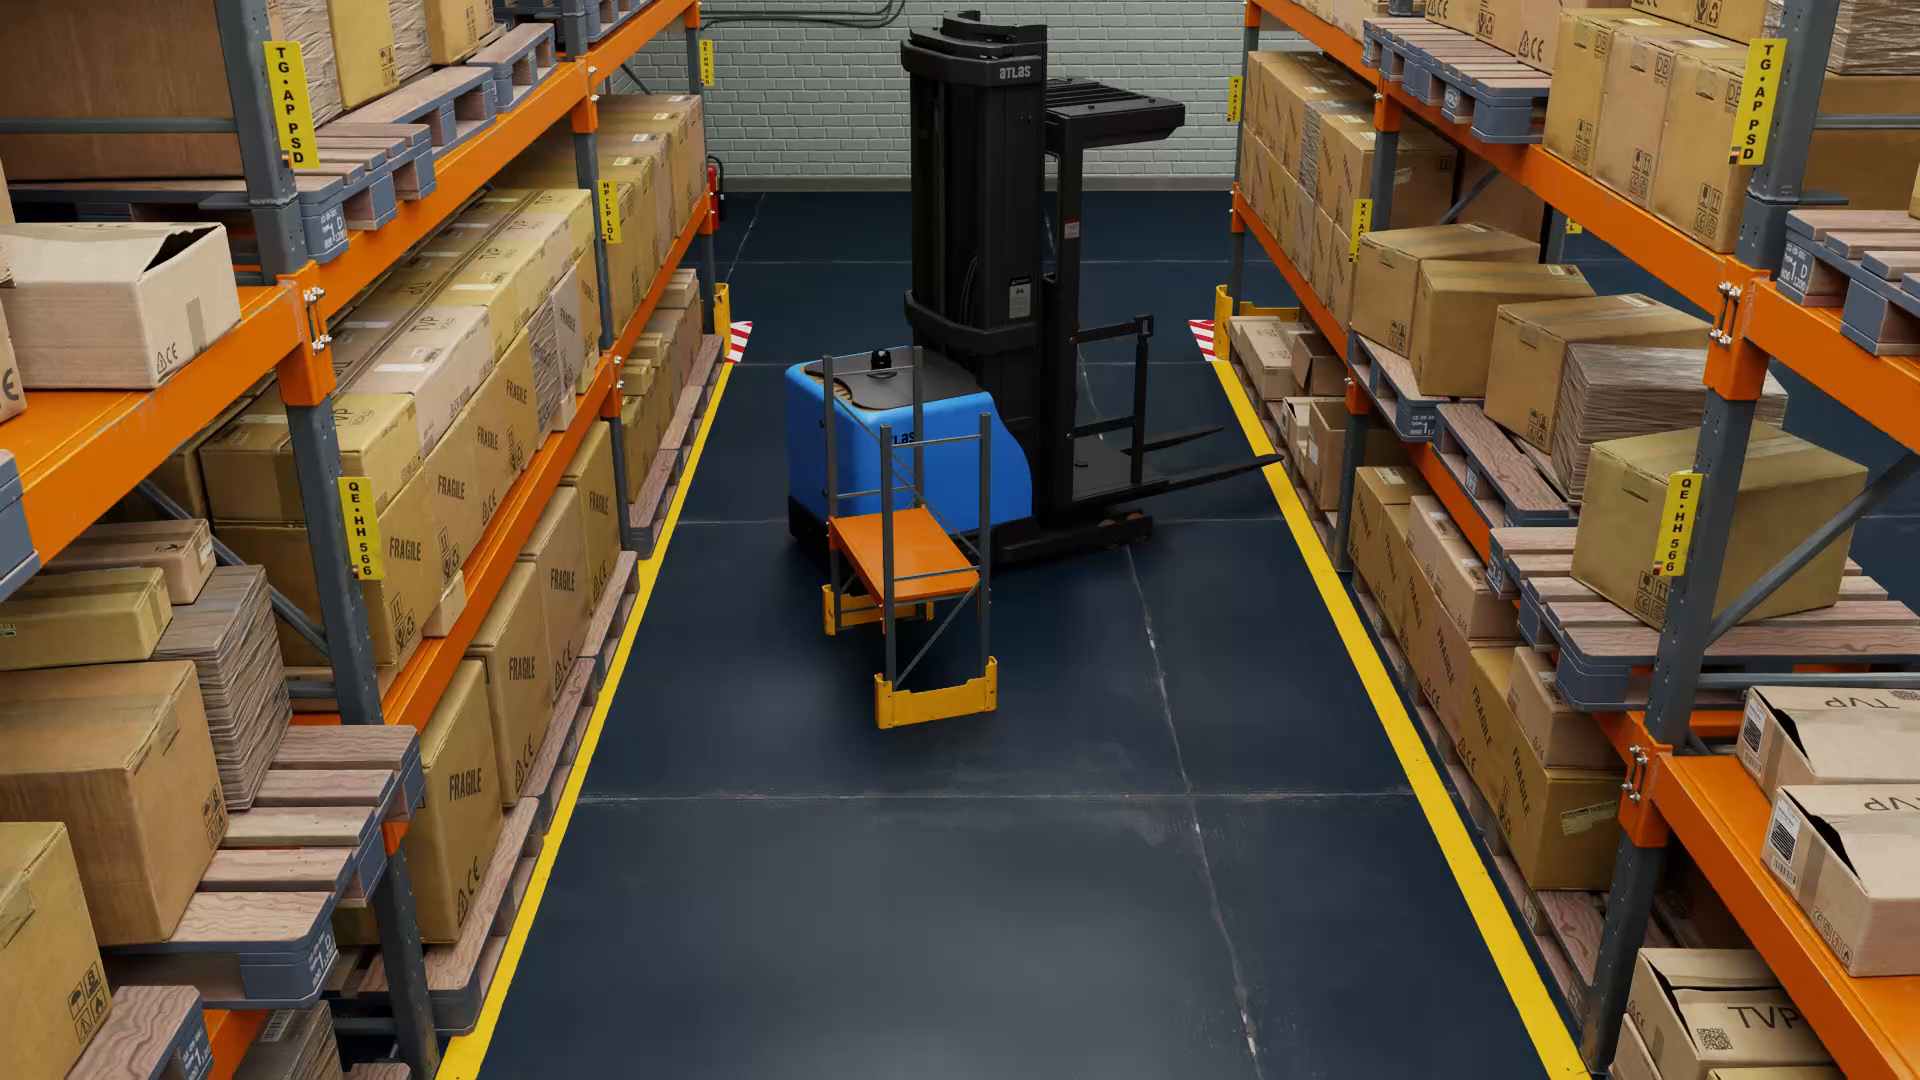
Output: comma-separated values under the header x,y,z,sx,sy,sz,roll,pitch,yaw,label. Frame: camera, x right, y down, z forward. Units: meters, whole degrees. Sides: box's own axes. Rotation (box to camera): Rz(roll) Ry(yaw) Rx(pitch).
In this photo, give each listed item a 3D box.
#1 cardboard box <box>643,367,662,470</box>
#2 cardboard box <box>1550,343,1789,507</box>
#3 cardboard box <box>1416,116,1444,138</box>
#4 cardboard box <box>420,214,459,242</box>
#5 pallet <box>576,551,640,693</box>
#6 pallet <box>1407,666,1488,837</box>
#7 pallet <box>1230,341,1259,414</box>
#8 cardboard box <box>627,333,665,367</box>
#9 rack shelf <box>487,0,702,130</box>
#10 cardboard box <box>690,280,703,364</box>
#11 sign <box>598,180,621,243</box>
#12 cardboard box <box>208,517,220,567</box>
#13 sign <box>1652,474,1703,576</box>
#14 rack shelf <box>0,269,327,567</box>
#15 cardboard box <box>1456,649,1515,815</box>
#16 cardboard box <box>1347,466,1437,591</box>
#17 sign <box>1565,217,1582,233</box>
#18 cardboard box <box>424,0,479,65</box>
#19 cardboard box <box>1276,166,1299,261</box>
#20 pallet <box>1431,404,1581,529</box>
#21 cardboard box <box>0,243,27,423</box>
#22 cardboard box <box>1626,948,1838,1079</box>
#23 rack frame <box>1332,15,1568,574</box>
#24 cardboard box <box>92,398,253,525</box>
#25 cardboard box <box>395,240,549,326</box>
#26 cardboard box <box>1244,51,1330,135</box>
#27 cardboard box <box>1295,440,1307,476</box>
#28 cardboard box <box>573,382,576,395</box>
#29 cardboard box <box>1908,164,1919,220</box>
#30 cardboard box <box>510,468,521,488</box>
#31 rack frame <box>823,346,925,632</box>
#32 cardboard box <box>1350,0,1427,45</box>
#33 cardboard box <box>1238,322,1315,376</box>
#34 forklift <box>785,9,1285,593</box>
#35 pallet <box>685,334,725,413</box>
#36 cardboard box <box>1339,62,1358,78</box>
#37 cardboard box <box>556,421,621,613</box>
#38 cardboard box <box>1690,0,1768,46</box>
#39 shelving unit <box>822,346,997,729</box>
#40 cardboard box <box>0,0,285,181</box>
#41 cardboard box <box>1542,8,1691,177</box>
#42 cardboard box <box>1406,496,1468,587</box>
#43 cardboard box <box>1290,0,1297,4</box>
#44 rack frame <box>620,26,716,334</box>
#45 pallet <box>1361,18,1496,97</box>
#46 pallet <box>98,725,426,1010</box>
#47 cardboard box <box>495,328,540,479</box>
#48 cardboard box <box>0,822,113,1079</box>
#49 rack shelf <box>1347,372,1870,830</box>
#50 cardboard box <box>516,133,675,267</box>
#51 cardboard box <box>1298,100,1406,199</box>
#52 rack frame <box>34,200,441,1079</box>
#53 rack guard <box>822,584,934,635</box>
x,y,z,sx,sy,sz,roll,pitch,yaw,label
-2.248,-0.750,10.292,0.700,0.500,0.500,0,24,-1,cardboard box
2.718,-0.431,6.432,0.700,0.500,0.500,4,25,9,cardboard box
2.883,-2.115,9.451,0.500,0.500,0.500,-1,24,-2,cardboard box
-2.584,-1.308,7.584,0.500,0.250,0.500,0,24,0,cardboard box
-2.257,0.406,8.596,1.003,0.211,1.213,0,24,-1,pallet
2.676,0.904,7.496,1.003,0.211,1.213,0,24,-1,pallet
2.580,-1.223,12.199,1.003,0.211,1.213,0,24,-1,pallet
-2.073,-1.196,10.490,0.380,0.149,0.250,-1,24,-2,cardboard box
-2.362,-3.045,10.076,1.077,0.370,4.000,0,24,-1,rack shelf
-2.277,-1.595,12.159,0.700,0.500,0.500,0,24,-1,cardboard box
-1.798,-1.680,8.515,0.100,0.325,0.005,0,24,-1,sign
-2.566,0.083,5.421,0.500,0.500,0.500,0,24,0,cardboard box
2.114,-0.043,4.895,0.100,0.325,0.005,0,24,-1,sign
-2.275,0.252,2.787,1.077,0.370,4.000,0,24,-1,rack shelf
2.406,0.783,6.877,0.500,0.500,0.500,-1,24,-2,cardboard box
2.374,-0.067,8.757,0.500,0.500,0.500,-1,24,-3,cardboard box
3.168,-1.737,8.546,0.100,0.325,0.005,0,24,-1,sign
-2.370,-2.202,6.684,0.700,0.500,0.500,-1,24,-2,cardboard box
2.328,-2.090,10.610,0.500,0.500,0.500,0,24,0,cardboard box
2.631,-0.271,6.943,1.003,0.211,1.213,0,24,-1,pallet
-2.375,-0.422,3.253,0.797,0.503,0.637,3,25,7,cardboard box
2.369,1.466,5.016,0.500,0.311,0.500,1,24,1,cardboard box
2.613,-1.206,8.776,1.000,3.000,0.127,0,24,-1,rack frame
-2.561,-0.251,5.249,0.500,0.250,0.500,0,24,1,cardboard box
-2.078,-1.102,7.129,0.500,0.250,0.500,0,24,0,cardboard box
2.310,-3.171,11.787,0.500,0.500,0.500,0,24,1,cardboard box
2.259,-0.495,10.130,0.380,0.149,0.250,0,24,-1,cardboard box
-2.070,-0.728,8.000,0.380,0.149,0.250,0,24,1,cardboard box
2.718,-0.860,4.045,0.500,0.250,0.500,-2,24,-4,cardboard box
-2.092,-0.305,7.066,0.380,0.149,0.250,0,24,1,cardboard box
-0.427,-0.240,8.461,0.500,1.500,0.032,-8,25,-17,rack frame
2.342,-2.703,8.629,0.500,0.250,0.500,0,24,-1,cardboard box
2.297,-1.370,11.942,0.500,0.250,0.500,0,24,-1,cardboard box
0.543,-1.462,9.425,3.031,2.935,1.130,-13,27,-27,forklift
-2.297,-1.230,12.215,1.003,0.211,1.213,0,24,-1,pallet
2.855,-2.965,11.331,0.500,0.500,0.500,0,24,1,cardboard box
-2.203,-0.127,8.489,0.750,0.750,0.750,0,24,0,cardboard box
2.652,-1.815,5.149,0.500,0.500,0.500,0,24,-1,cardboard box
-0.269,-0.045,8.030,0.587,1.500,1.083,-8,25,-17,shelving unit
-2.359,-1.342,4.782,0.700,0.500,0.500,-2,24,-5,cardboard box
2.607,-1.574,5.828,0.910,0.500,0.500,0,24,-1,cardboard box
2.385,0.004,7.692,0.500,0.250,0.500,0,24,0,cardboard box
2.320,-3.527,10.451,0.500,0.250,0.500,0,24,-1,cardboard box
-2.384,-2.830,12.368,1.000,3.000,0.127,0,24,-1,rack frame
2.550,-2.218,7.602,1.213,0.211,1.003,0,24,-1,pallet
-2.183,0.847,4.470,1.213,0.211,1.003,0,24,-1,pallet
-2.060,-0.560,6.842,0.500,0.500,0.500,0,24,1,cardboard box
-2.246,0.927,3.405,0.700,0.500,0.500,0,24,-1,cardboard box
2.635,-0.054,7.102,1.077,0.370,4.000,0,24,-1,rack shelf
-2.350,-2.143,10.484,0.980,0.700,0.700,-1,24,-3,cardboard box
2.335,-2.333,9.933,0.500,0.500,0.500,0,24,0,cardboard box
-2.297,0.466,5.079,1.000,3.000,0.127,0,24,-1,rack frame
-0.427,0.330,8.718,0.587,0.250,0.087,-8,25,-17,rack guard
